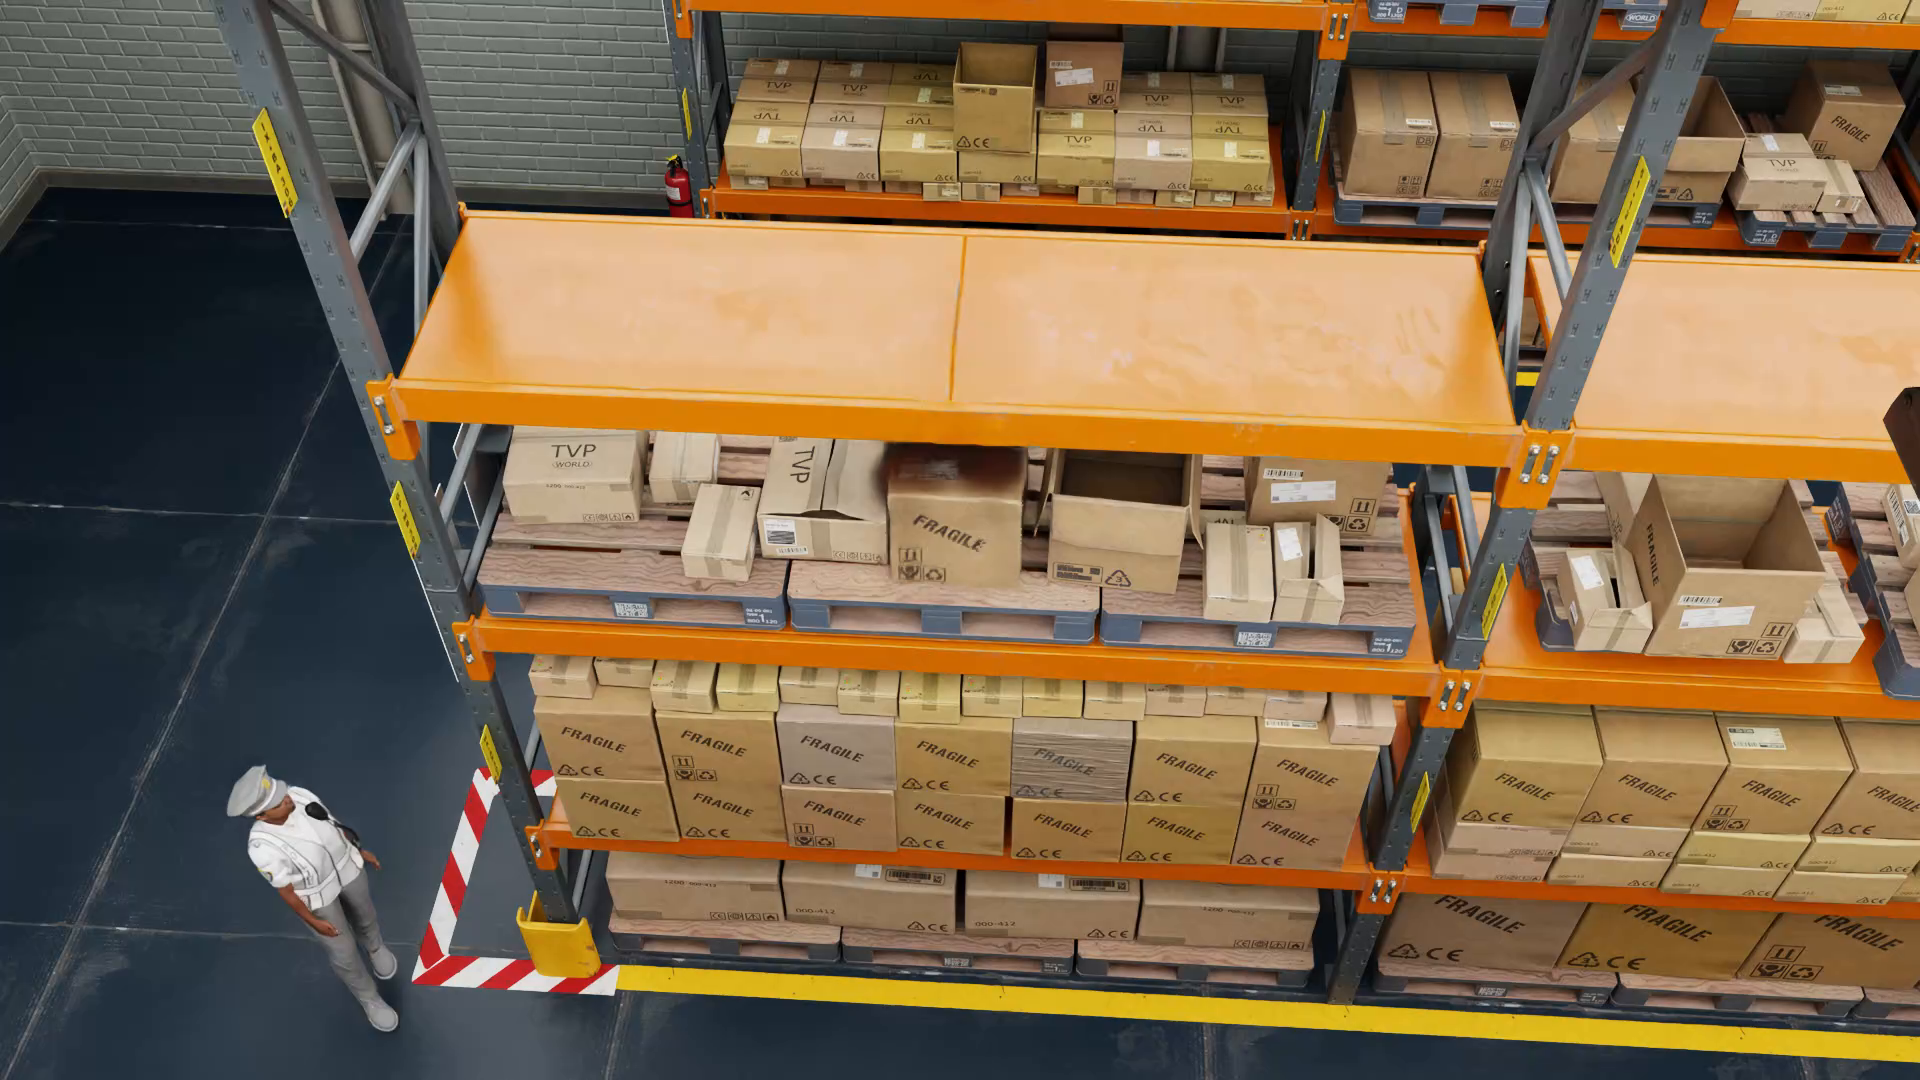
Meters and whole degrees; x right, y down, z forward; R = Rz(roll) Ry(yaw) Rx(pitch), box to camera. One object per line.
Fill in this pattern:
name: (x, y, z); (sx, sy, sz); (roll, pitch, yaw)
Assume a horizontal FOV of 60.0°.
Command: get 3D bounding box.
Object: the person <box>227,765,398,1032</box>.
person: (-2.986, 1.660, 7.952); (0.575, 1.736, 0.482); (27, 53, 22)
